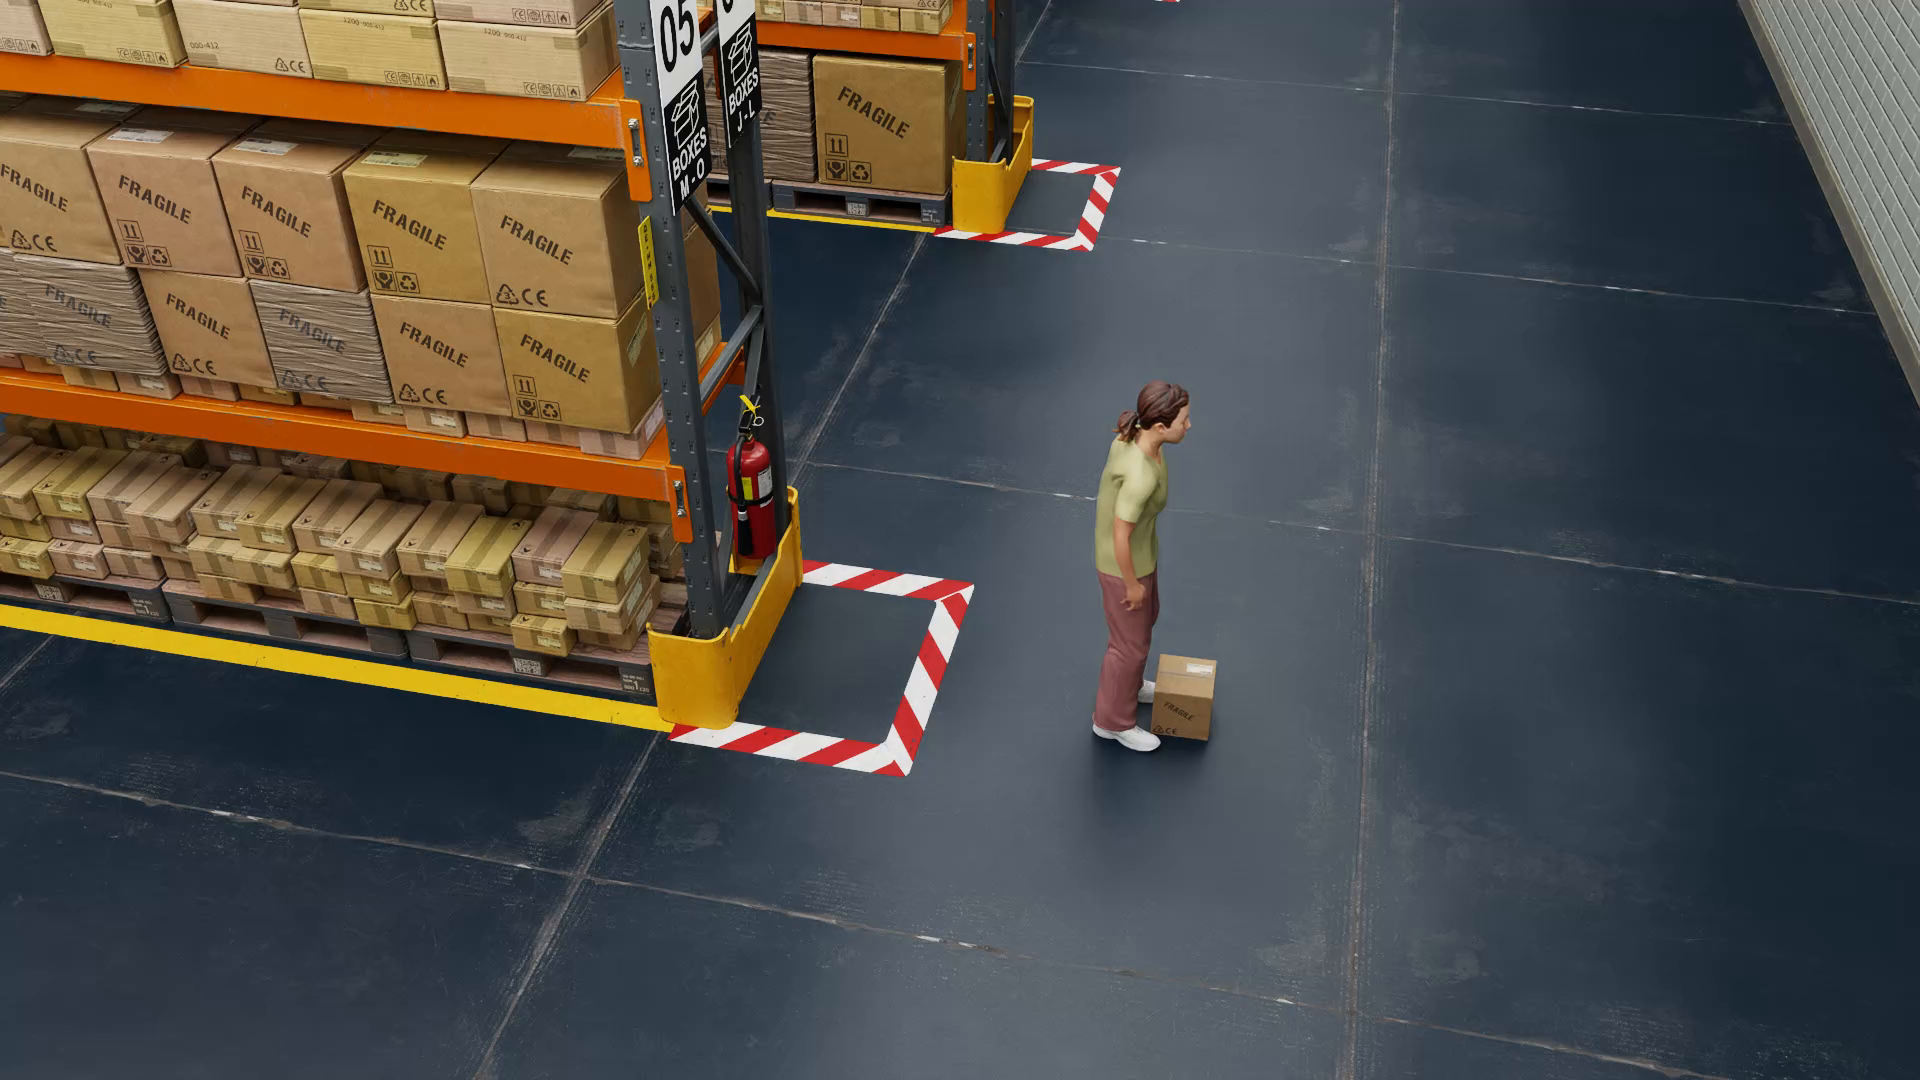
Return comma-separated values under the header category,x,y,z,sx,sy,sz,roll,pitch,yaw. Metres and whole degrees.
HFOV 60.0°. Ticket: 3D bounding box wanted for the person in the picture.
category,x,y,z,sx,sy,sz,roll,pitch,yaw
person,0.731,0.084,6.853,0.365,1.671,0.518,5,37,7
